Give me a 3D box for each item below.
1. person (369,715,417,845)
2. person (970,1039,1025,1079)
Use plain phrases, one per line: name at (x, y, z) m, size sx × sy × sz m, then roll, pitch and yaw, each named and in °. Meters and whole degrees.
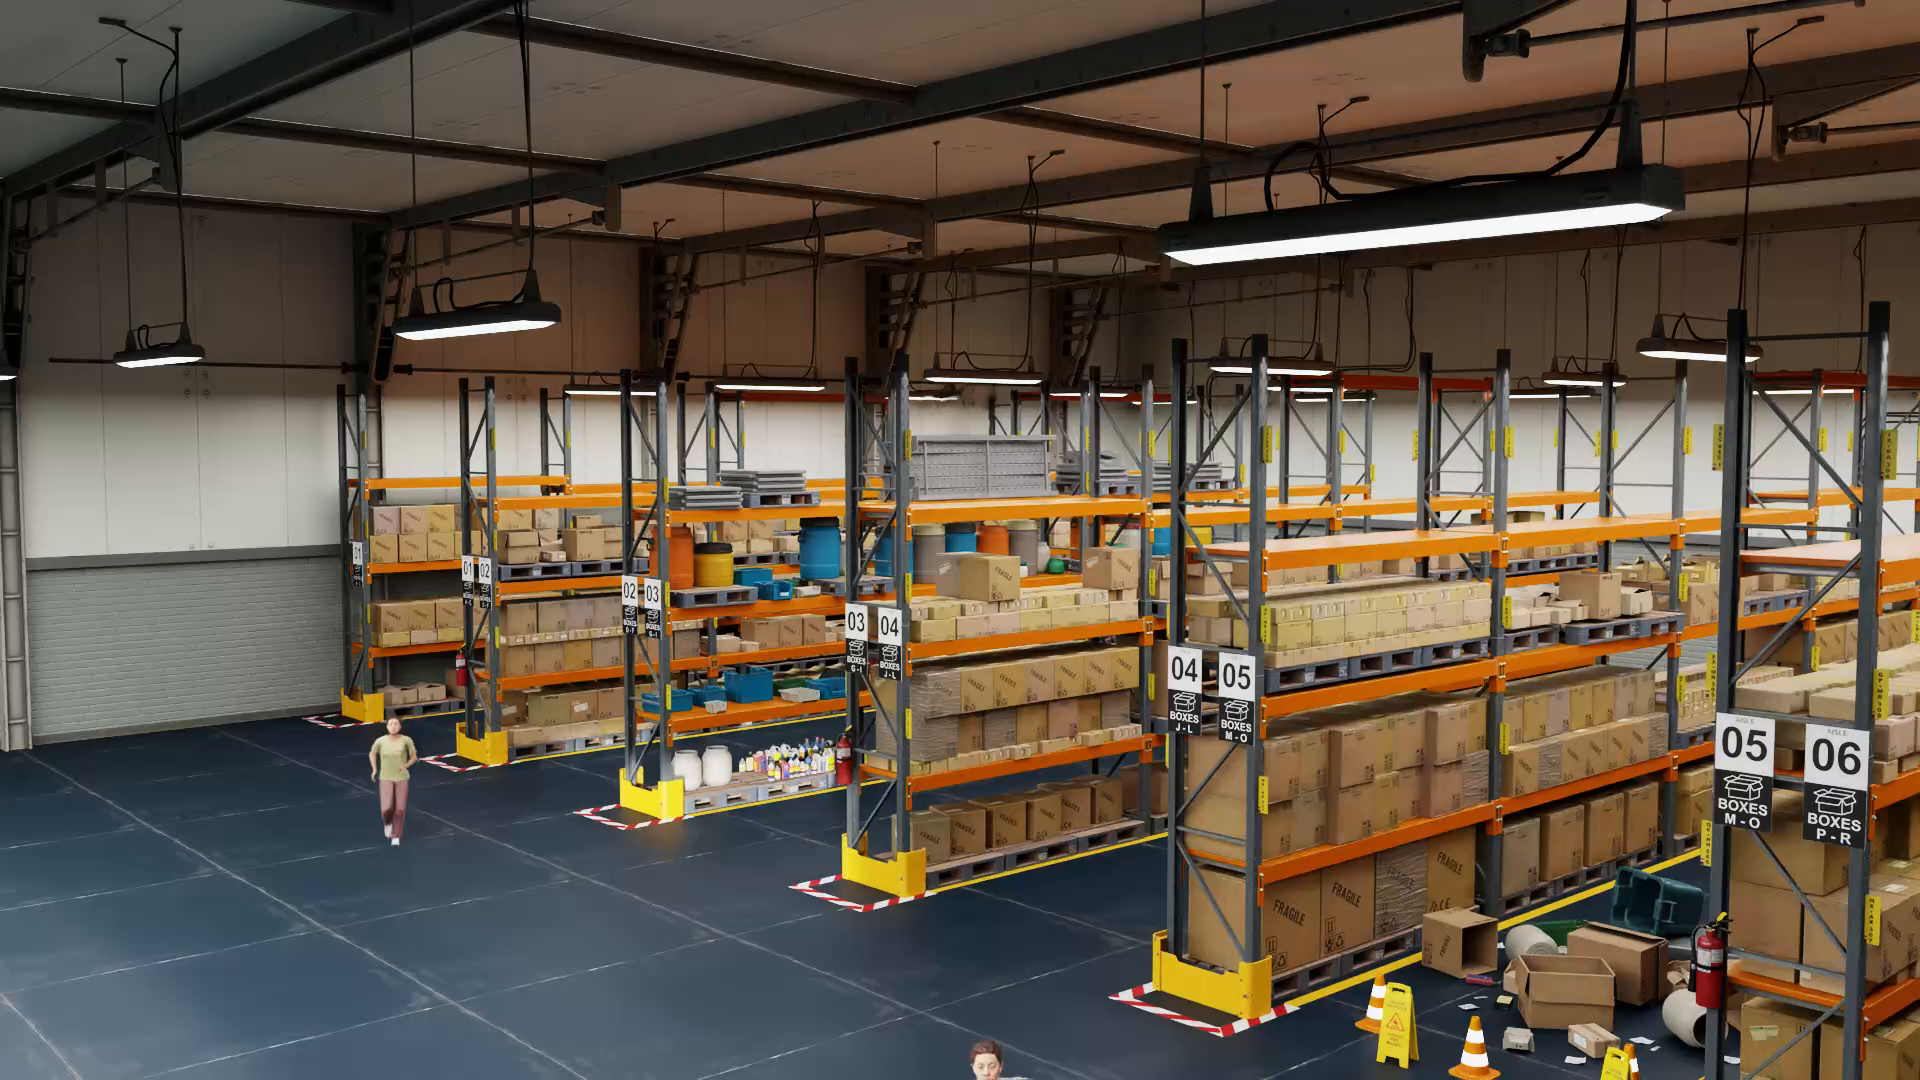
person at (-7.039, 2.993, 20.670) m, size 0.572 × 1.631 × 0.535 m, roll -1°, pitch 4°, yaw -17°
person at (0.183, 3.708, 9.619) m, size 0.534 × 1.727 × 0.814 m, roll 0°, pitch 4°, yaw 7°
